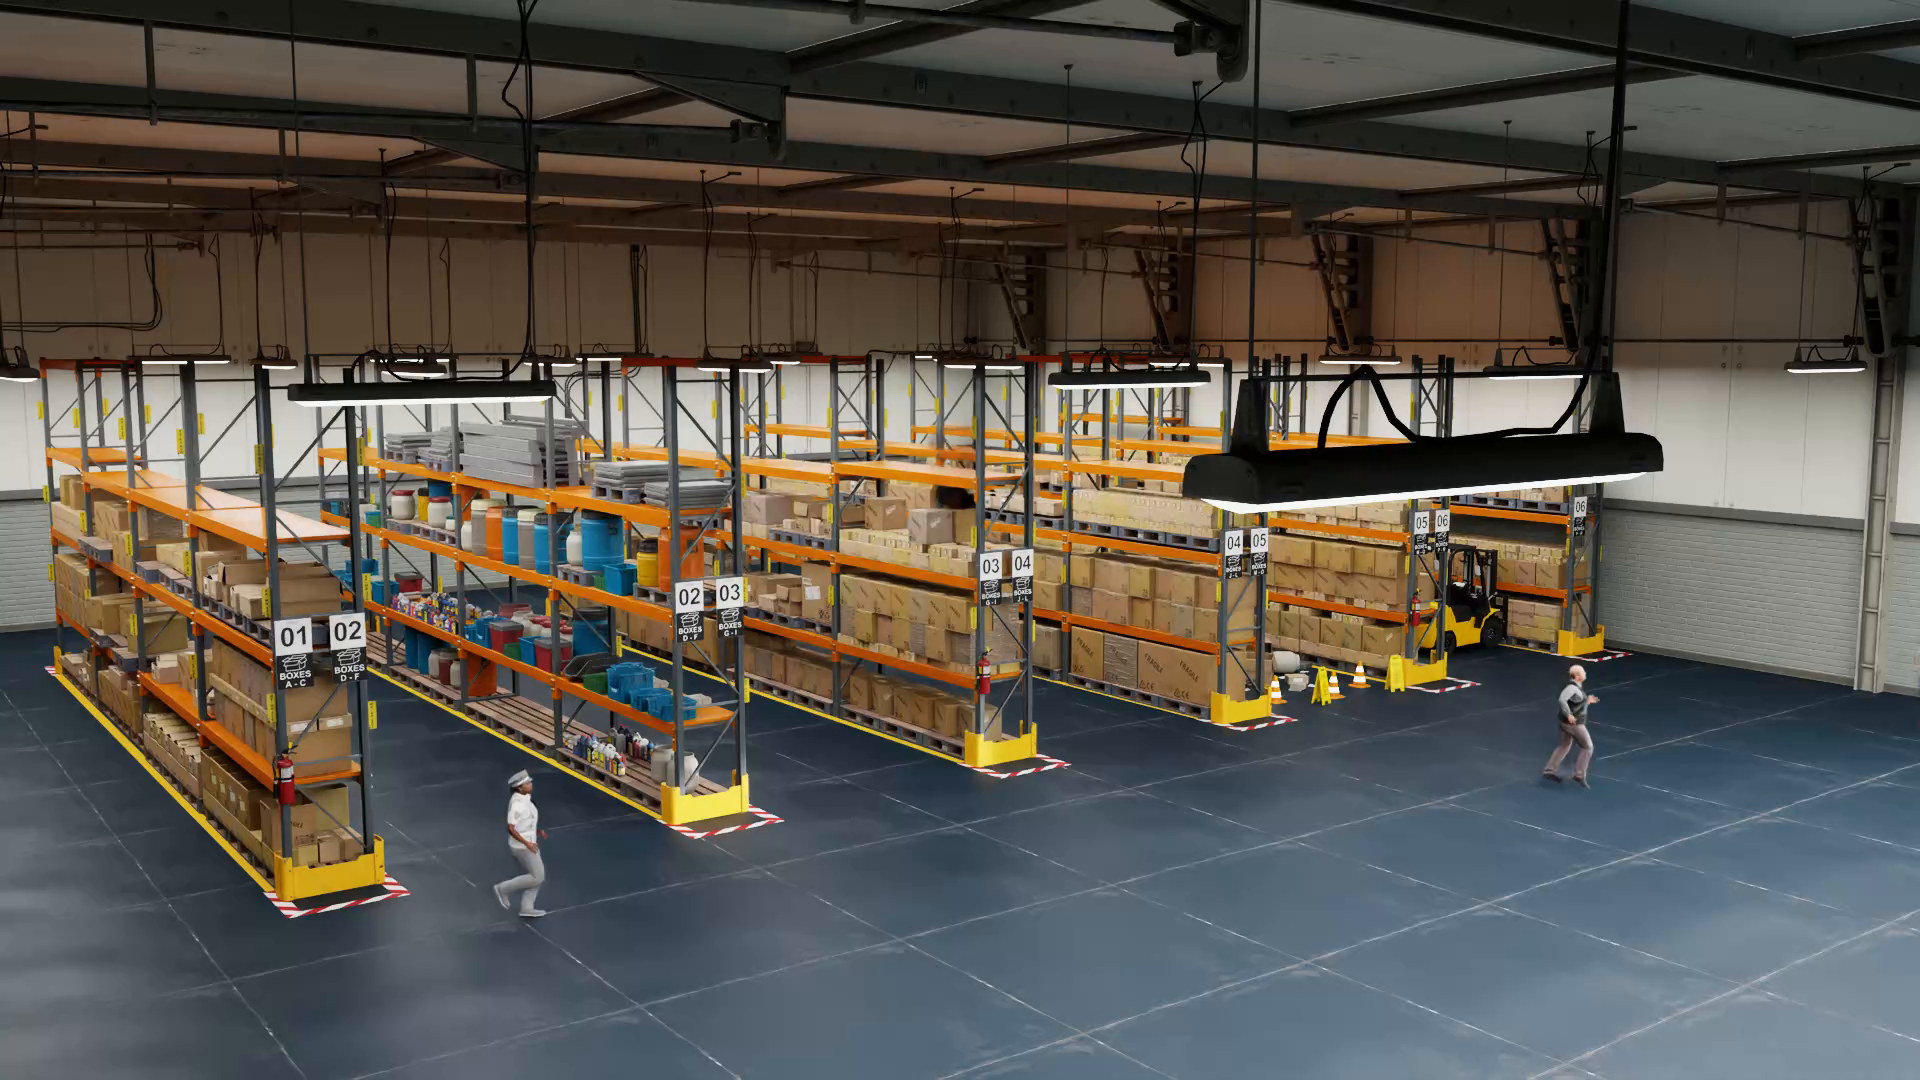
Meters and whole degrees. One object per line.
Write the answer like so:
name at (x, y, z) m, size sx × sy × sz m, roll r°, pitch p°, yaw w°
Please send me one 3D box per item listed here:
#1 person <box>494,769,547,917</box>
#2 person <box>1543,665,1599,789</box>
person at (-4.826, 3.335, 18.253) m, size 0.570 × 1.661 × 0.584 m, roll -1°, pitch 7°, yaw -12°
person at (8.709, 2.660, 23.679) m, size 0.767 × 1.790 × 0.626 m, roll 0°, pitch 7°, yaw 3°
